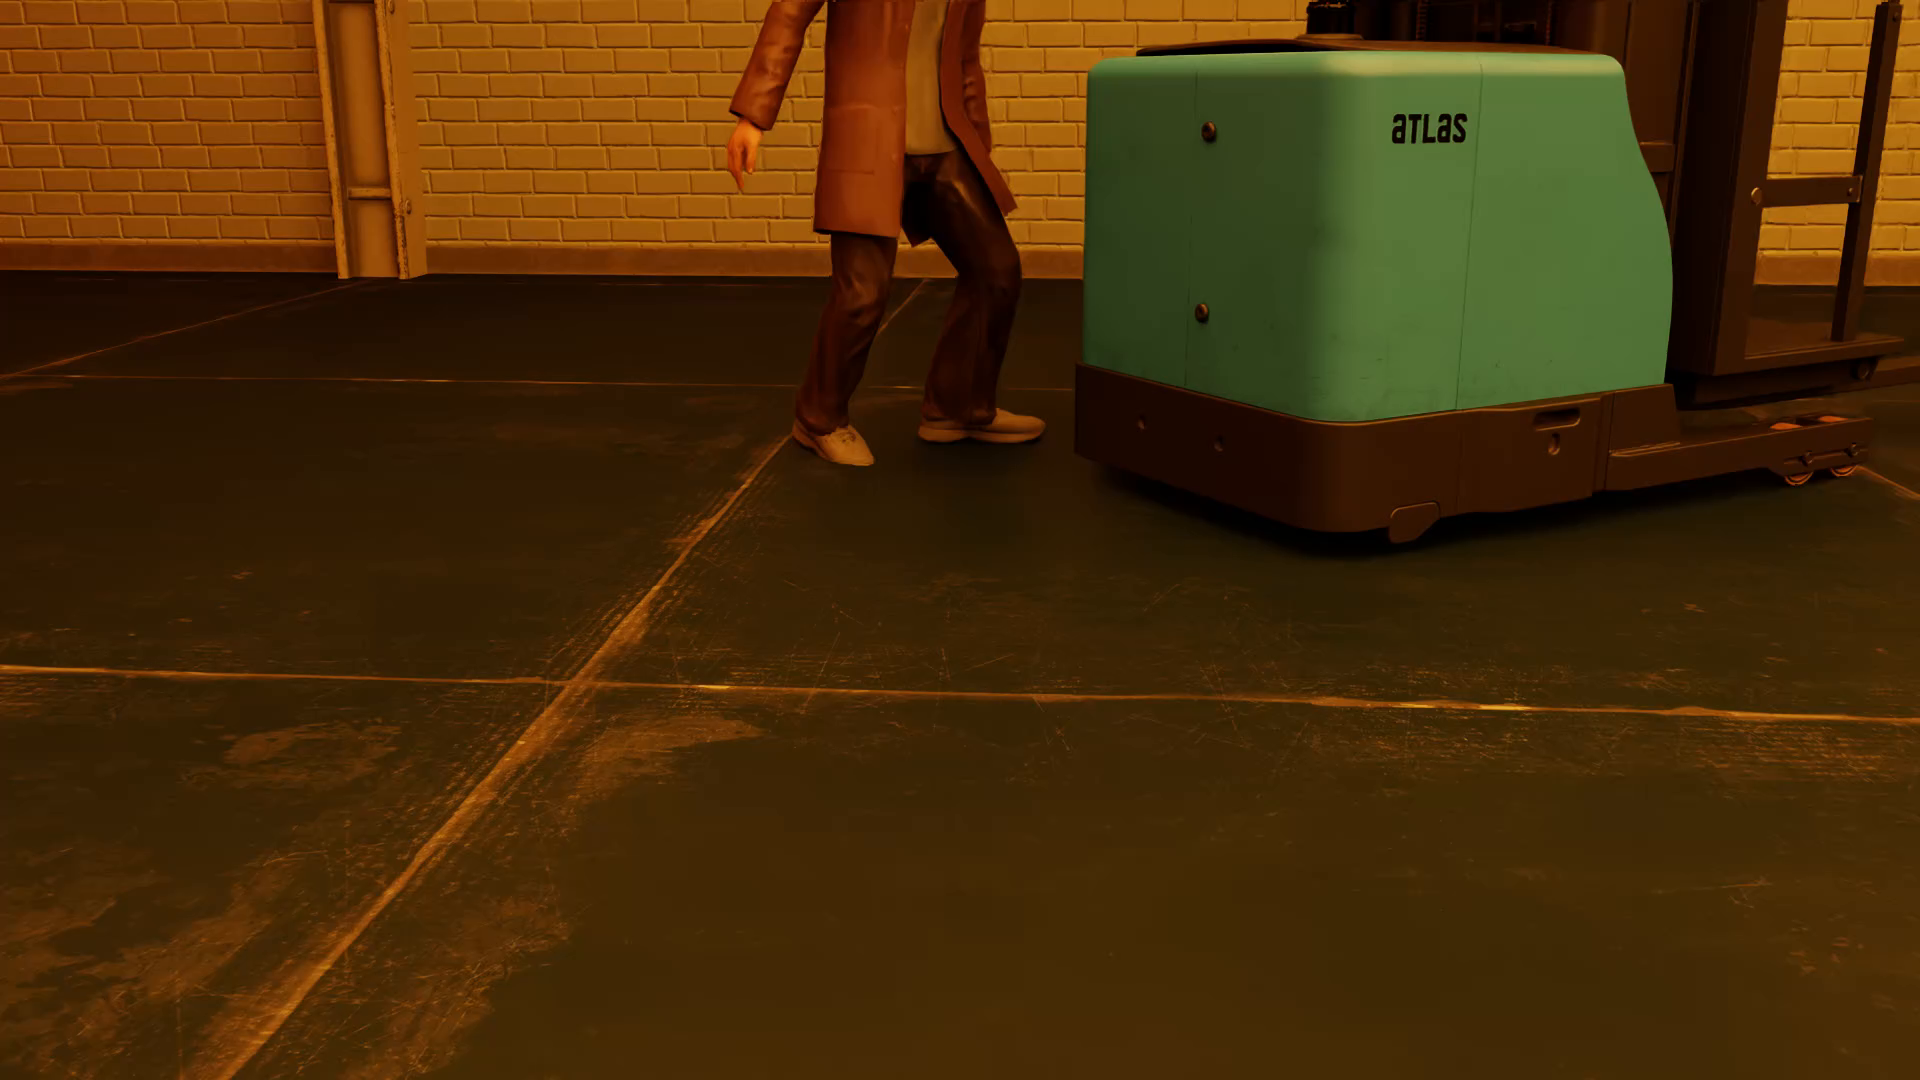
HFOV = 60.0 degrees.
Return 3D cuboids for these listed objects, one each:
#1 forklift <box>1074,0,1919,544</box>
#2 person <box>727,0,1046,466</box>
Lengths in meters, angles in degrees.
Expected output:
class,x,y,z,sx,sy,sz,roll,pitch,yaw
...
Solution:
class,x,y,z,sx,sy,sz,roll,pitch,yaw
forklift,1.839,-1.666,4.354,3.031,2.935,1.130,-9,17,-29
person,-0.191,-1.059,4.508,0.932,1.749,0.529,-10,18,-33
